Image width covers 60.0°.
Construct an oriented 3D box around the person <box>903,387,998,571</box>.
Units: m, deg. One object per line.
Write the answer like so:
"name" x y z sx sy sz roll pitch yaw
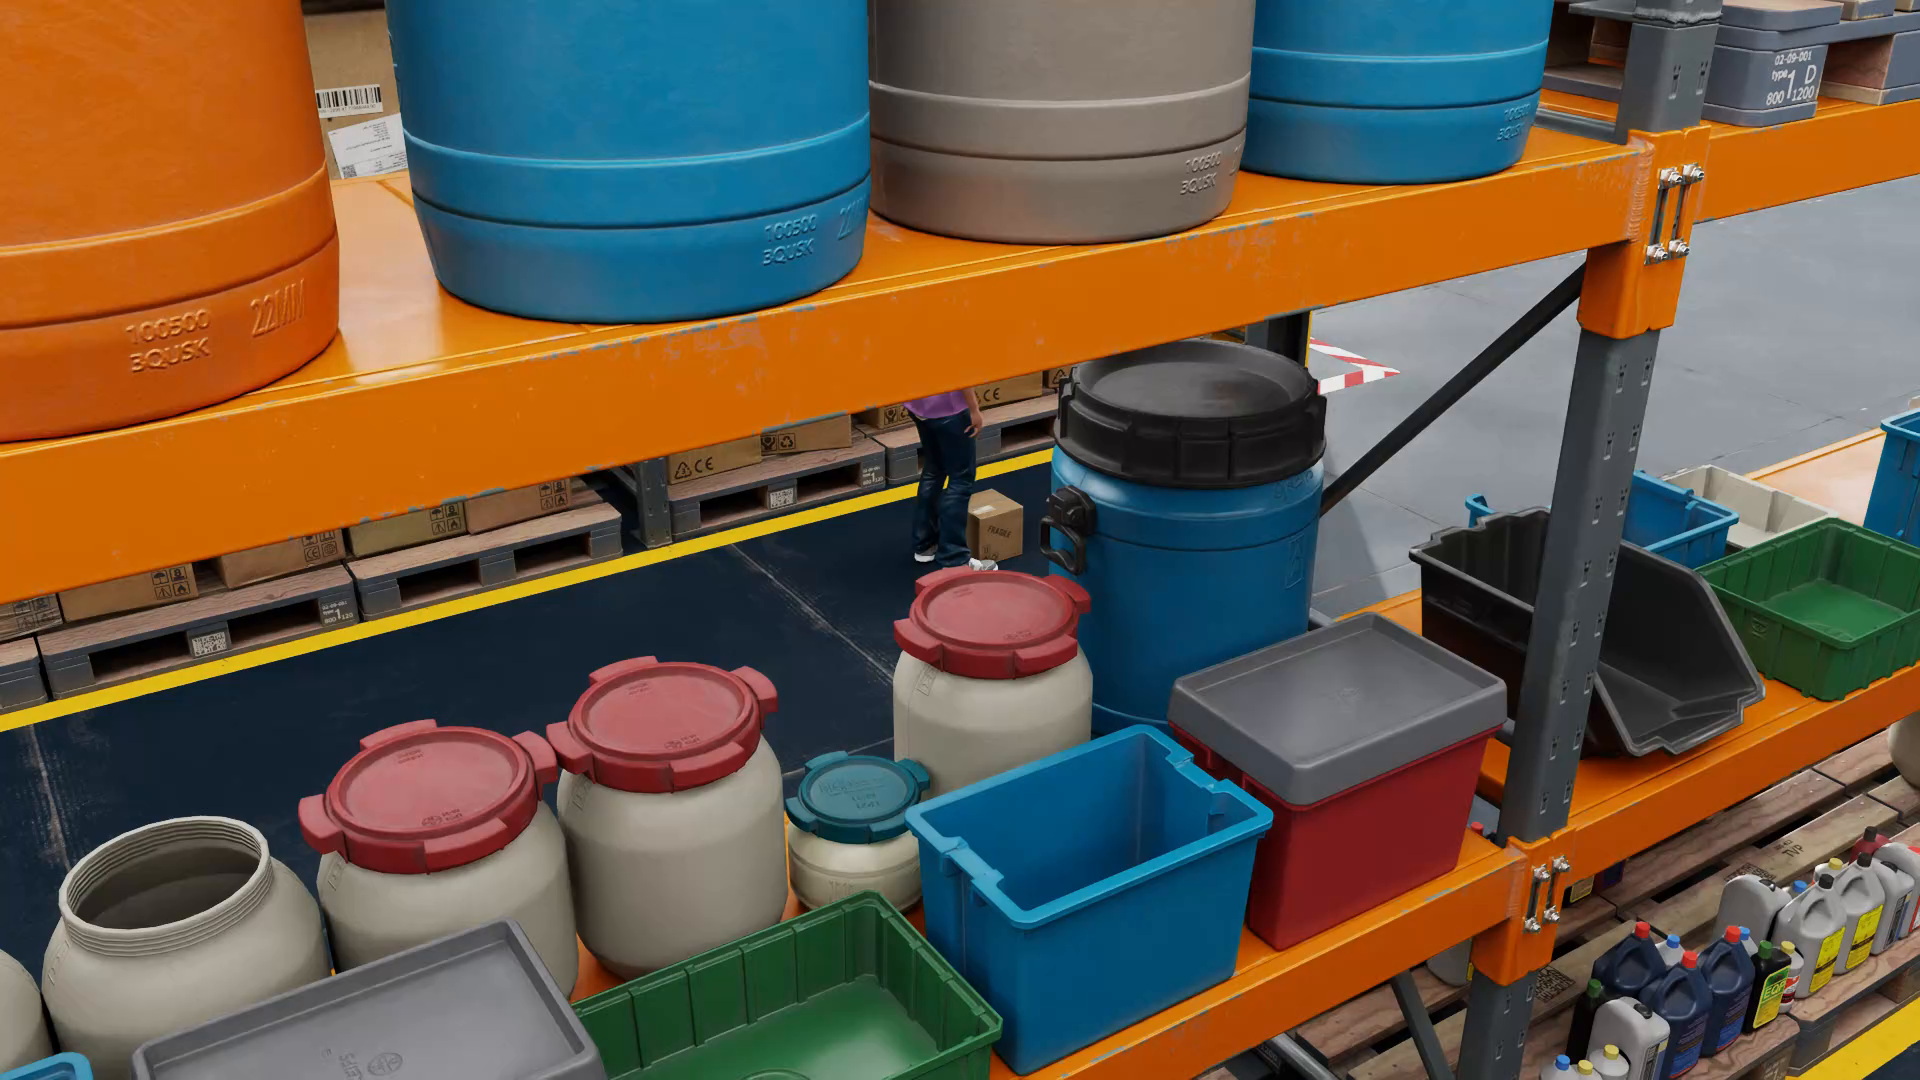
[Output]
"person" -0.072 -0.605 7.391 0.343 1.593 0.462 -15 29 -29
